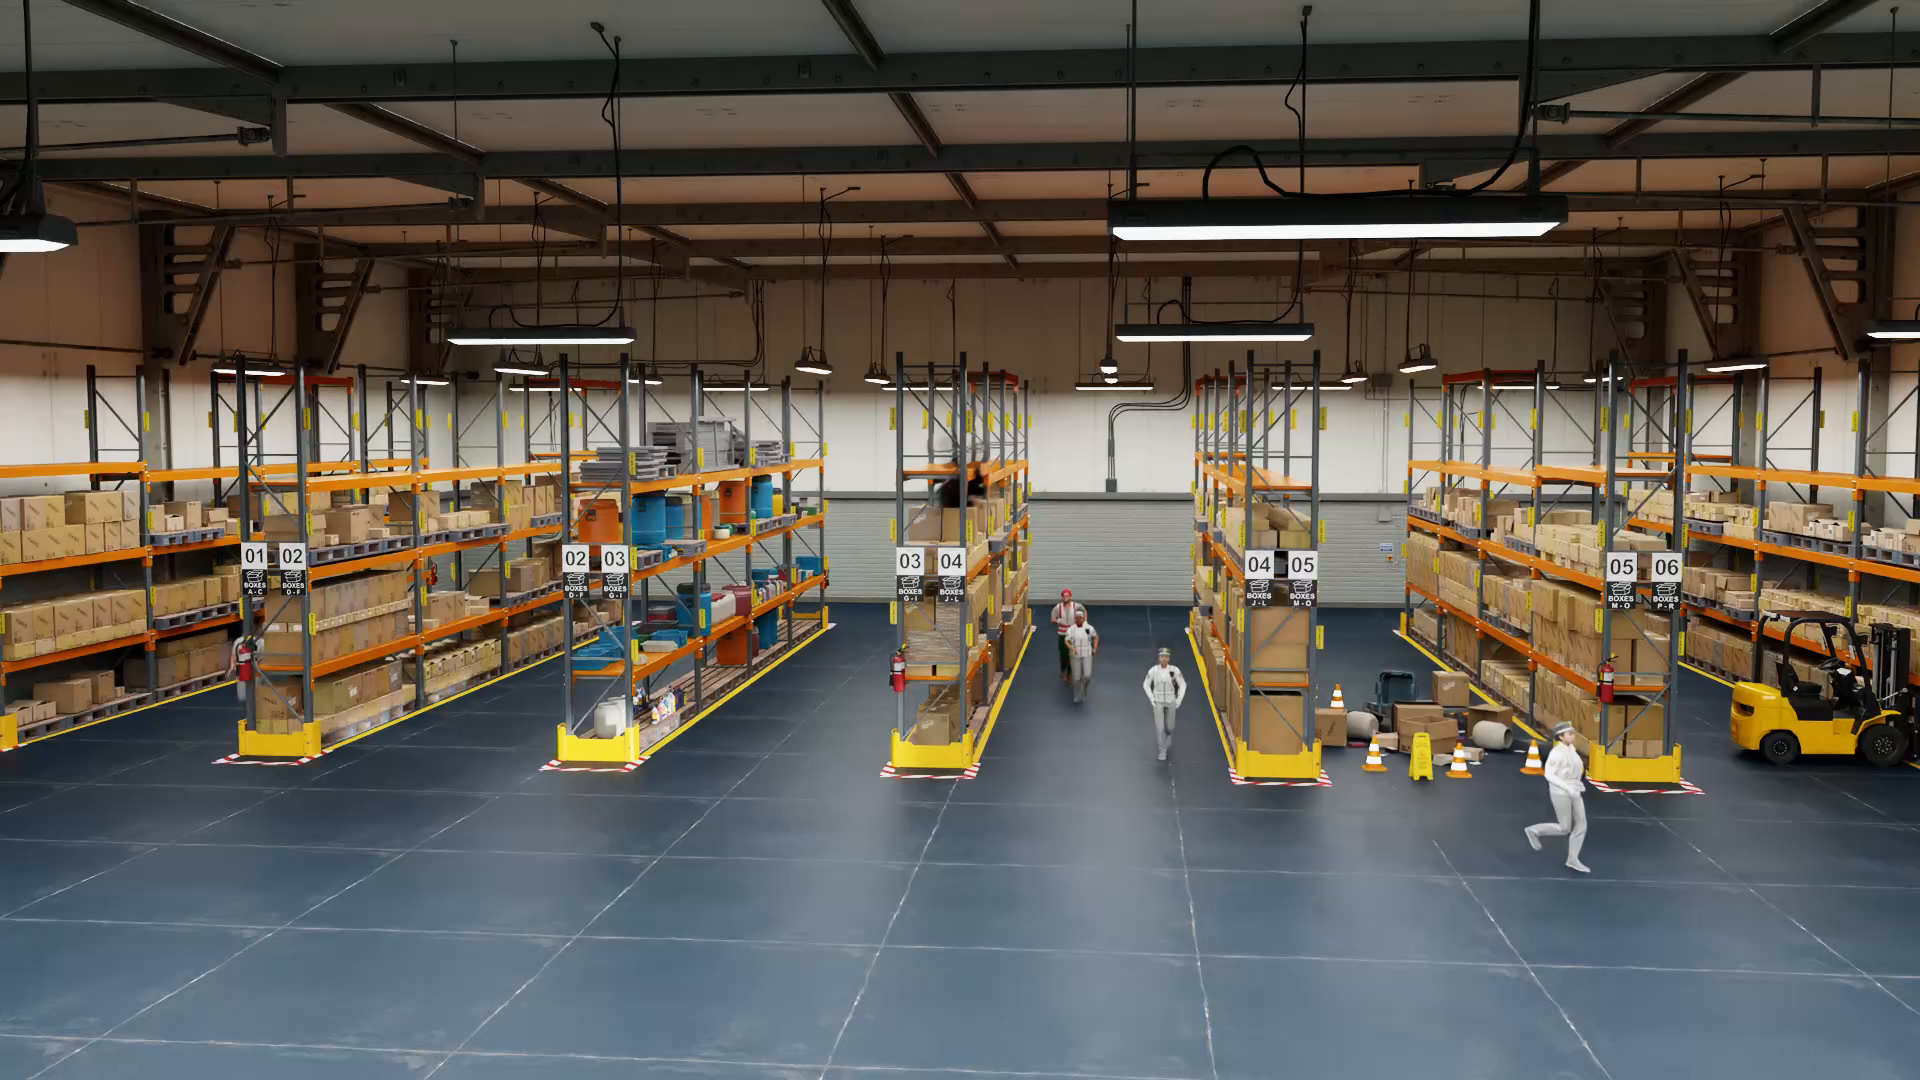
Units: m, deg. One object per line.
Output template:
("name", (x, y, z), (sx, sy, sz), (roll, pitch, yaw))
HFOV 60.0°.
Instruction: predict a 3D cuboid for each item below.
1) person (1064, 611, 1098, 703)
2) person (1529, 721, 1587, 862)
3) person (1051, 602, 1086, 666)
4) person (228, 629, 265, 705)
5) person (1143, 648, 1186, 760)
("person", (2.156, 2.081, 29.586), (0.608, 1.631, 0.596), (0, 4, 5))
("person", (6.766, 2.812, 18.734), (0.372, 1.601, 0.604), (-4, 5, -42))
("person", (2.078, 1.801, 31.882), (0.667, 1.227, 0.790), (1, 4, 11))
("person", (-11.719, 2.170, 27.507), (0.650, 1.585, 0.593), (0, 4, -3))
("person", (3.059, 2.416, 24.874), (0.648, 1.659, 0.586), (0, 4, 4))
